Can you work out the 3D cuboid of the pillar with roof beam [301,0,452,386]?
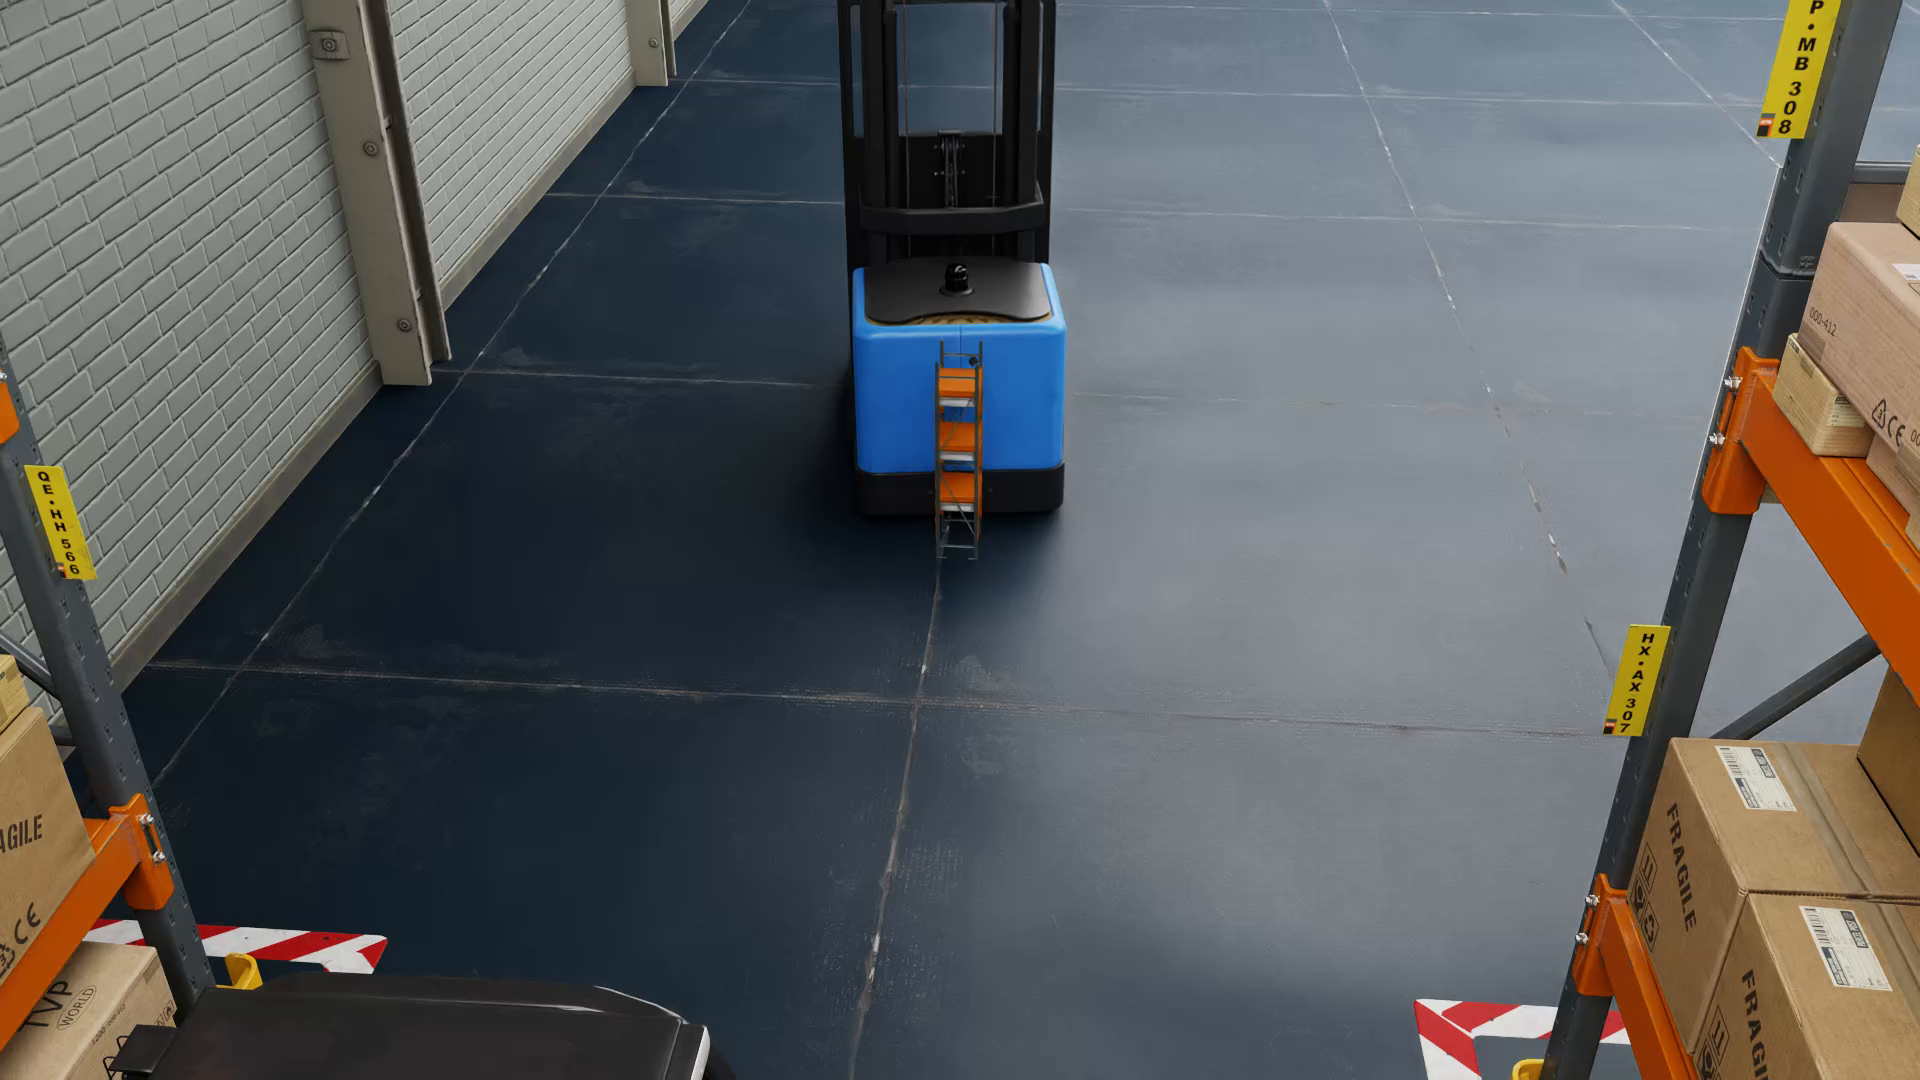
[{"bbox_3d":[1.051,-4.659,7.232,9.100,9.000,0.400,2,32,4],"label":"pillar with roof beam"}]

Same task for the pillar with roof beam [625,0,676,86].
[{"bbox_3d":[1.540,-7.796,12.323,9.100,9.000,0.400,2,32,4],"label":"pillar with roof beam"}]

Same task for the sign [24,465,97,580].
[{"bbox_3d":[-2.233,-0.040,4.127,0.100,0.325,0.005,2,32,4],"label":"sign"}]

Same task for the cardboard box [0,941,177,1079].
[{"bbox_3d":[-2.500,1.343,4.479,0.500,0.250,0.500,3,32,6],"label":"cardboard box"}]

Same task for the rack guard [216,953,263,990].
[{"bbox_3d":[-2.771,1.575,5.218,1.175,0.500,0.348,2,32,4],"label":"rack guard"}]

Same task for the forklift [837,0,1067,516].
[{"bbox_3d":[-0.080,-2.111,8.882,1.130,2.935,3.031,-2,32,-3],"label":"forklift"}]

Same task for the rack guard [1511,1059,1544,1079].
[{"bbox_3d":[2.168,1.837,4.793,1.175,0.500,0.348,2,32,4],"label":"rack guard"}]

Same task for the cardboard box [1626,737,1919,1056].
[{"bbox_3d":[1.860,0.800,3.714,0.500,0.500,0.500,2,32,3],"label":"cardboard box"}]

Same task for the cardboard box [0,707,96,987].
[{"bbox_3d":[-2.551,0.749,4.080,0.500,0.500,0.500,2,32,3],"label":"cardboard box"}]

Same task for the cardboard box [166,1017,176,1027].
[{"bbox_3d":[-2.501,1.570,4.587,0.500,0.250,0.500,2,32,3],"label":"cardboard box"}]

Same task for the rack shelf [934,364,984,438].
[{"bbox_3d":[-0.004,-0.652,7.786,0.215,0.259,0.240,2,32,4],"label":"rack shelf"}]

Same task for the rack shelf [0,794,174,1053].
[{"bbox_3d":[-2.936,1.875,3.034,1.077,0.370,4.000,2,32,4],"label":"rack shelf"}]

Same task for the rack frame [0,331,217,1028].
[{"bbox_3d":[-2.770,0.523,4.542,0.949,2.616,0.053,2,32,4],"label":"rack frame"}]

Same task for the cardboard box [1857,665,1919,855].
[{"bbox_3d":[2.351,0.415,3.386,0.700,0.500,0.500,2,32,3],"label":"cardboard box"}]

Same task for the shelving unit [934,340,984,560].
[{"bbox_3d":[-0.004,-0.419,7.929,0.215,1.050,0.252,2,32,4],"label":"shelving unit"}]

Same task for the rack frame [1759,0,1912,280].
[{"bbox_3d":[2.175,-1.821,2.627,1.000,3.000,0.127,2,32,4],"label":"rack frame"}]

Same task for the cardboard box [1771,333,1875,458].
[{"bbox_3d":[1.824,-0.277,3.221,0.380,0.149,0.250,2,32,4],"label":"cardboard box"}]

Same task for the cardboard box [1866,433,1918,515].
[{"bbox_3d":[1.892,-0.136,2.992,0.380,0.149,0.250,1,32,2],"label":"cardboard box"}]

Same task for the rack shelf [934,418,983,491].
[{"bbox_3d":[-0.004,-0.410,7.935,0.215,0.259,0.240,2,32,4],"label":"rack shelf"}]

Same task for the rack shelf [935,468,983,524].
[{"bbox_3d":[-0.004,-0.173,8.081,0.215,0.259,0.240,2,32,4],"label":"rack shelf"}]

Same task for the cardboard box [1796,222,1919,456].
[{"bbox_3d":[1.868,-0.355,2.967,0.500,0.250,0.500,2,32,3],"label":"cardboard box"}]

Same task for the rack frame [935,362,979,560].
[{"bbox_3d":[-0.014,-0.355,7.826,0.200,1.050,0.008,2,32,4],"label":"rack frame"}]

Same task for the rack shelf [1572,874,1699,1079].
[{"bbox_3d":[2.012,2.085,2.693,1.077,0.370,4.000,2,32,4],"label":"rack shelf"}]

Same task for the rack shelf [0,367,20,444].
[{"bbox_3d":[-2.936,0.598,2.247,1.077,0.370,4.000,2,32,4],"label":"rack shelf"}]

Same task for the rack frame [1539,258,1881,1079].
[{"bbox_3d":[2.175,0.733,4.201,1.000,3.000,0.127,2,32,4],"label":"rack frame"}]

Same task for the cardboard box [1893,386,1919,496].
[{"bbox_3d":[1.817,-0.092,2.541,0.500,0.250,0.500,2,32,3],"label":"cardboard box"}]

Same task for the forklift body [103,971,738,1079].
[{"bbox_3d":[-1.109,1.954,3.029,2.313,2.155,1.214,2,32,4],"label":"forklift body"}]

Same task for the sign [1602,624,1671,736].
[{"bbox_3d":[1.634,0.342,4.012,0.100,0.325,0.005,2,32,4],"label":"sign"}]

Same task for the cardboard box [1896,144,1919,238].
[{"bbox_3d":[1.942,-0.599,2.984,0.380,0.149,0.250,2,32,4],"label":"cardboard box"}]

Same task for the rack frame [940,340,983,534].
[{"bbox_3d":[0.006,-0.483,8.033,0.200,1.050,0.008,2,32,4],"label":"rack frame"}]

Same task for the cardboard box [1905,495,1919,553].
[{"bbox_3d":[1.836,0.001,2.770,0.380,0.149,0.250,3,32,5],"label":"cardboard box"}]

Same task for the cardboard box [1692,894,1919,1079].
[{"bbox_3d":[1.821,1.071,3.275,0.500,0.500,0.500,3,32,5],"label":"cardboard box"}]

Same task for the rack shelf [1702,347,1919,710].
[{"bbox_3d":[2.012,0.808,1.906,1.077,0.370,4.000,2,32,4],"label":"rack shelf"}]

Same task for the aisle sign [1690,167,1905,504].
[{"bbox_3d":[1.871,-0.419,3.593,0.394,0.787,0.004,2,32,4],"label":"aisle sign"}]

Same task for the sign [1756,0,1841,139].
[{"bbox_3d":[1.634,-0.939,3.222,0.100,0.325,0.005,2,32,4],"label":"sign"}]

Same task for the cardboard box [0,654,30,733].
[{"bbox_3d":[-2.522,0.398,4.032,0.380,0.149,0.250,3,32,5],"label":"cardboard box"}]
